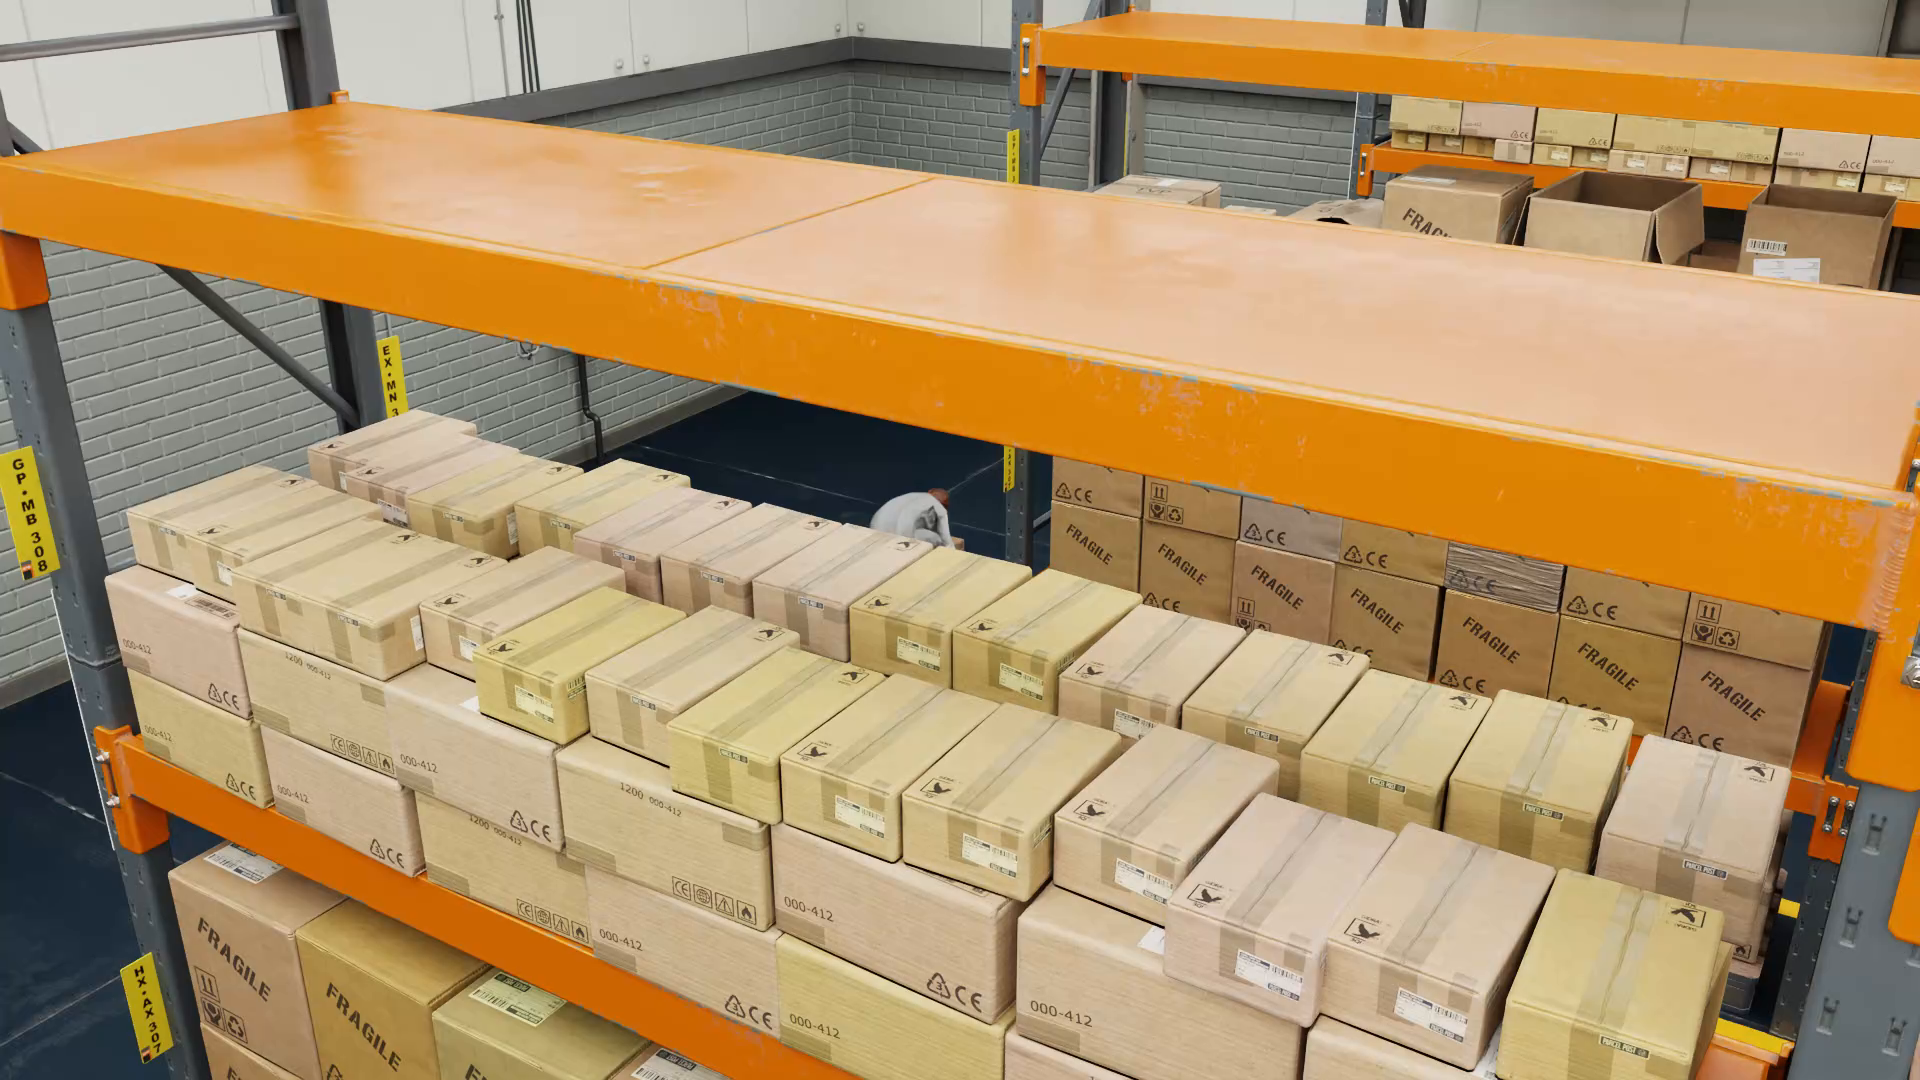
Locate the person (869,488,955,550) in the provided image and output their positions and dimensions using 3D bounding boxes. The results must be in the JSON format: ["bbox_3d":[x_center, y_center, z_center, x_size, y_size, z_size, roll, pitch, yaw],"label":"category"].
[{"bbox_3d":[-0.321,0.021,11.602,0.427,0.768,0.872,13,27,27],"label":"person"}]
